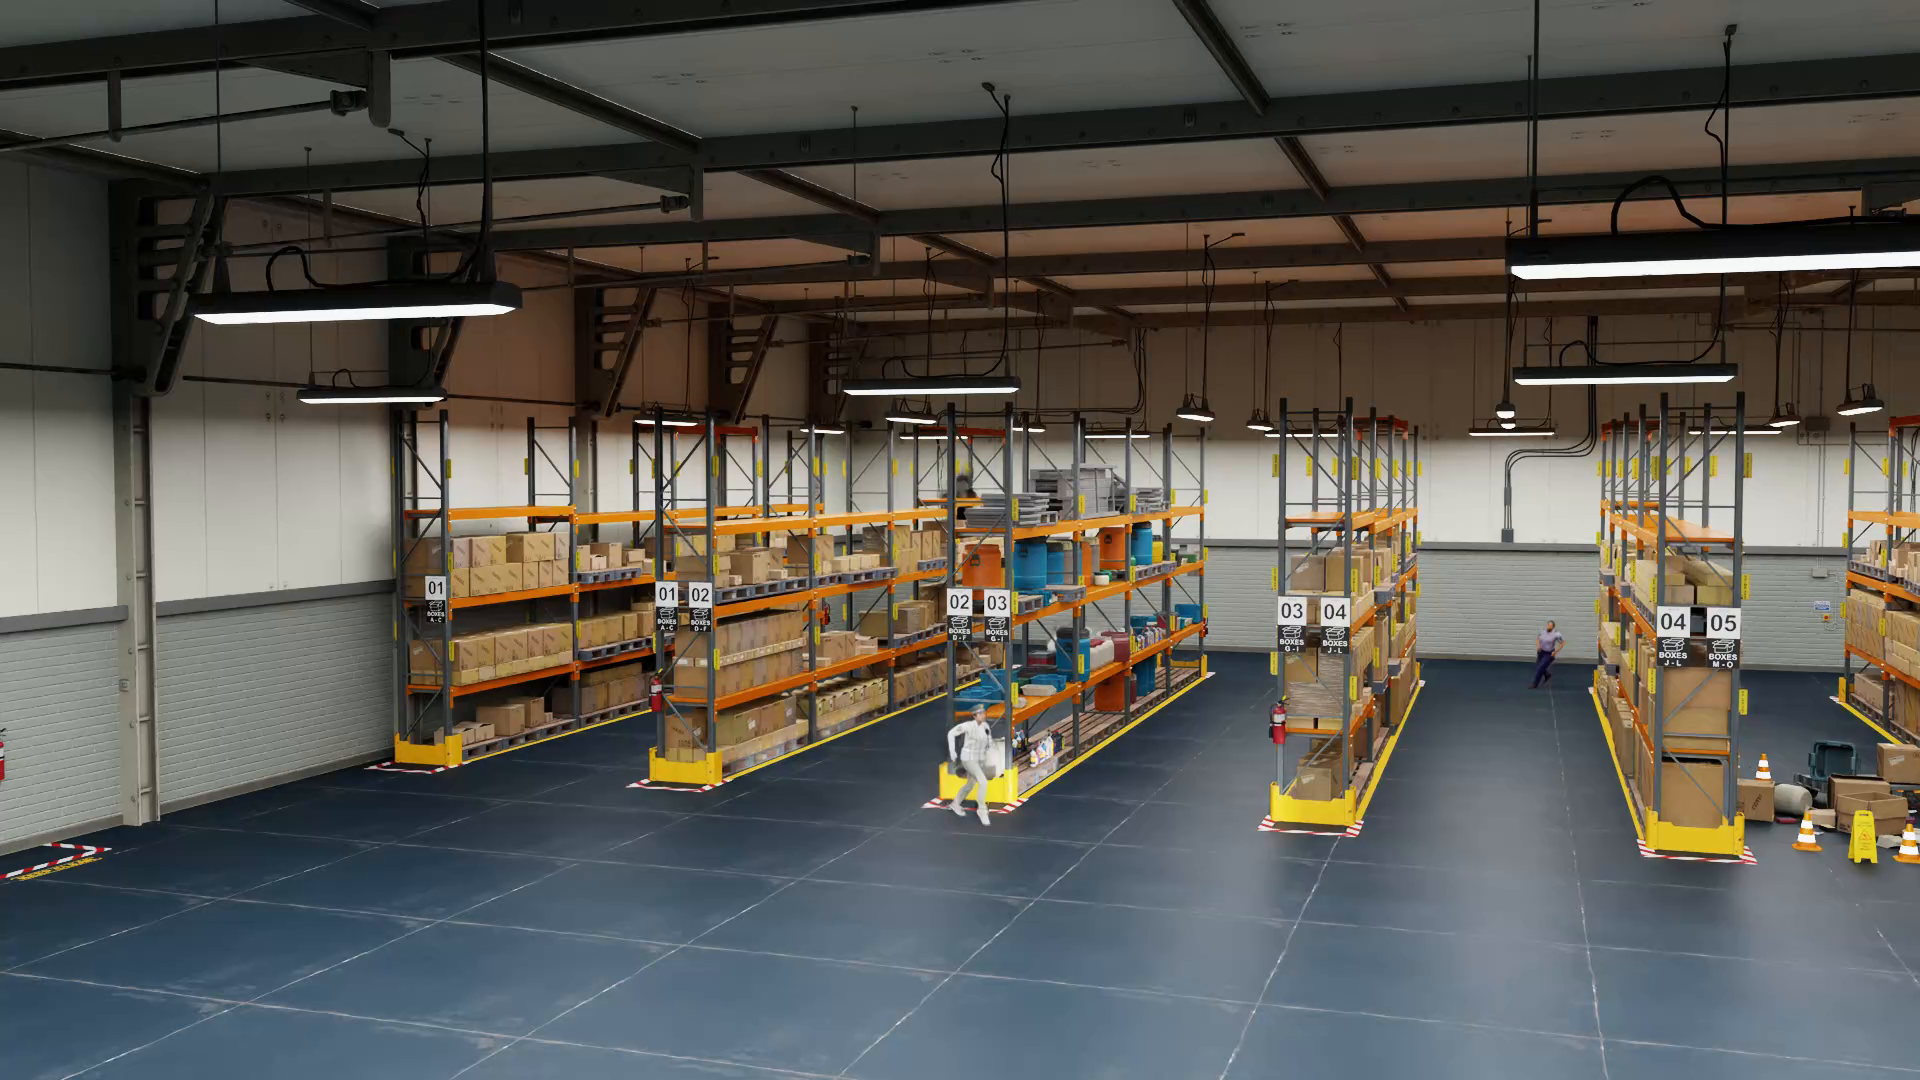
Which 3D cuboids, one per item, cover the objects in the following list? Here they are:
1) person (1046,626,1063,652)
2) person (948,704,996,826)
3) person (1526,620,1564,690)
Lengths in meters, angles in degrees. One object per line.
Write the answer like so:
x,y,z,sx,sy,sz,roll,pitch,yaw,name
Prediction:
2.109,2.660,35.660,0.624,1.658,0.555,1,3,18,person
0.164,3.157,23.536,0.636,1.726,0.819,-2,3,-45,person
13.370,2.608,37.782,0.859,1.569,0.684,-2,3,-38,person
